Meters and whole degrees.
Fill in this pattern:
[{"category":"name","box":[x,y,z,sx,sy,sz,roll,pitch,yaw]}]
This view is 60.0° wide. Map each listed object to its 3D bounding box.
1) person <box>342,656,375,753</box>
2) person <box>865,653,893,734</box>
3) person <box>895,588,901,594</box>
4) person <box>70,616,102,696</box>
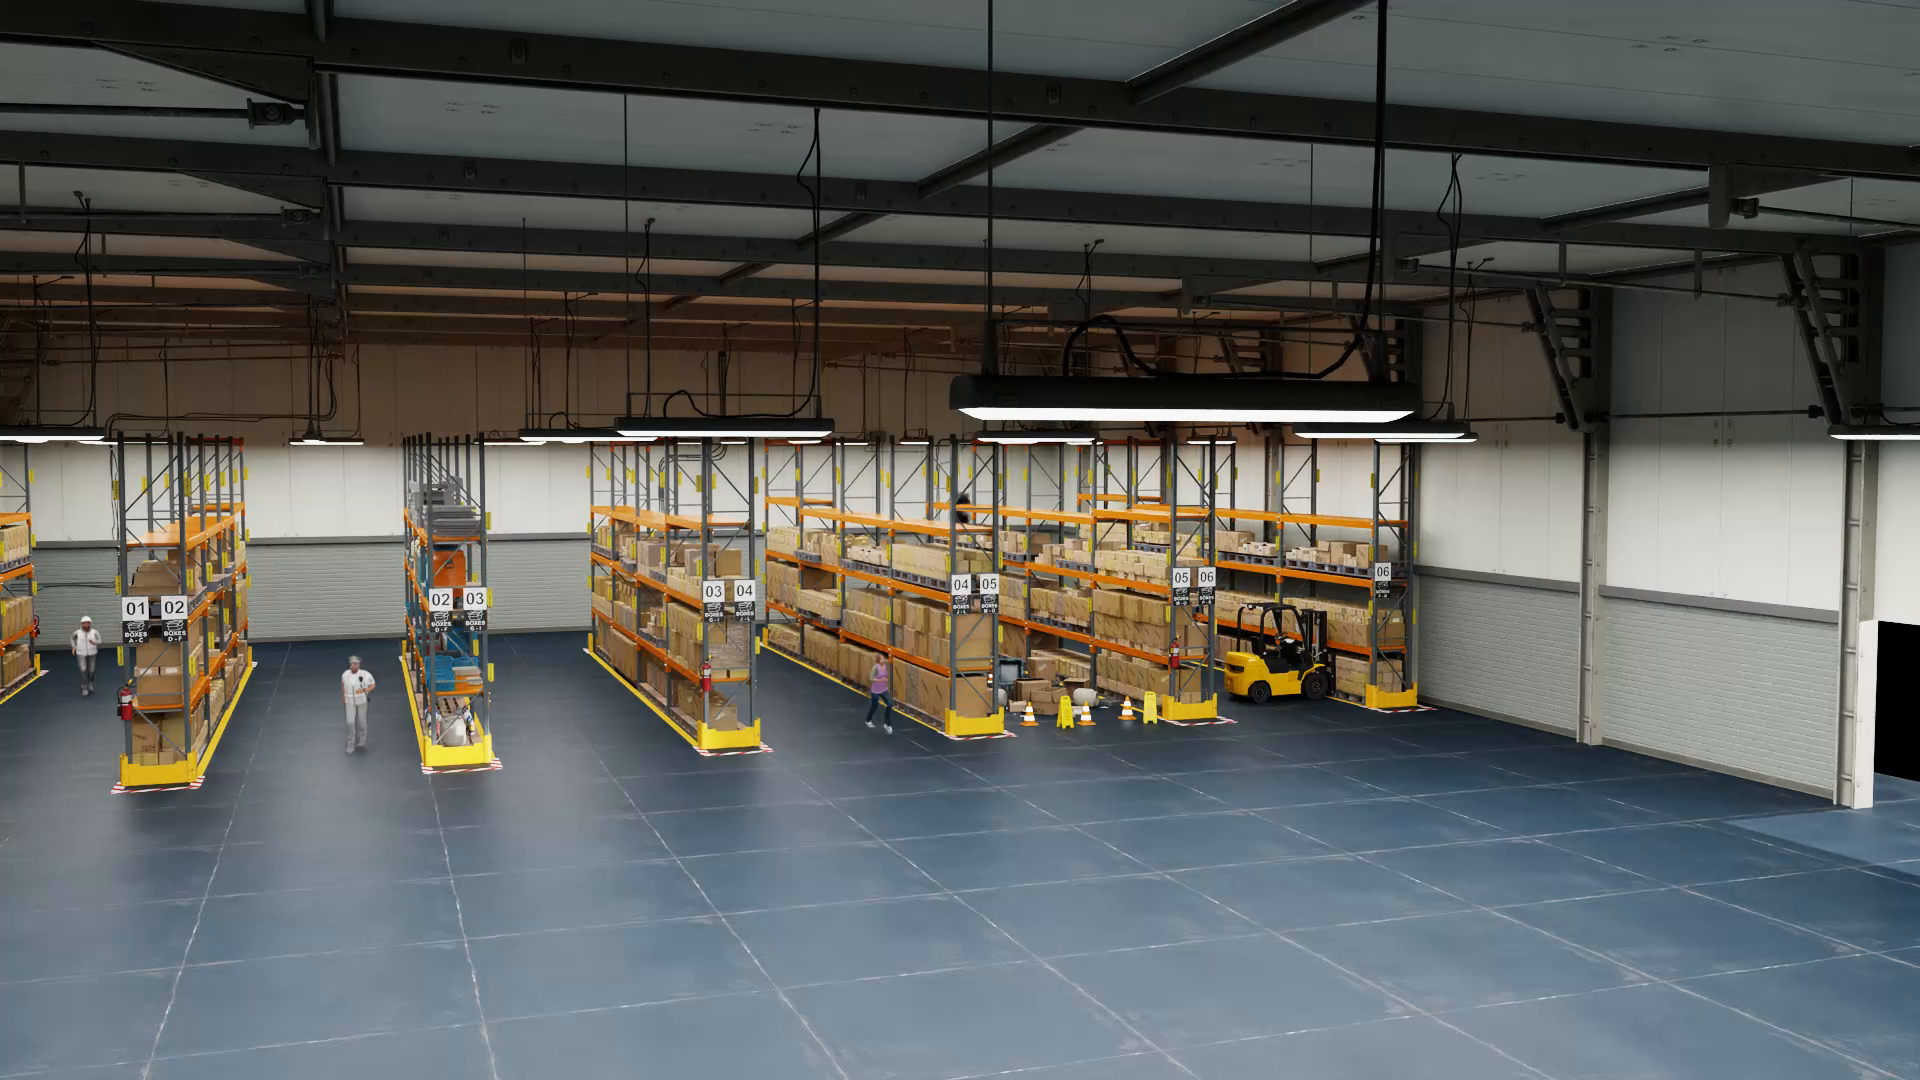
[{"category":"person","box":[-11.393,3.095,31.486,0.644,1.841,0.802,-1,3,-10]},{"category":"person","box":[-1.675,3.089,33.463,0.514,1.621,0.775,-2,4,-38]},{"category":"person","box":[-1.709,2.101,45.645,0.548,1.617,0.511,-2,4,-27]},{"category":"person","box":[-20.307,2.672,38.673,0.645,1.789,0.921,-2,4,-32]}]
